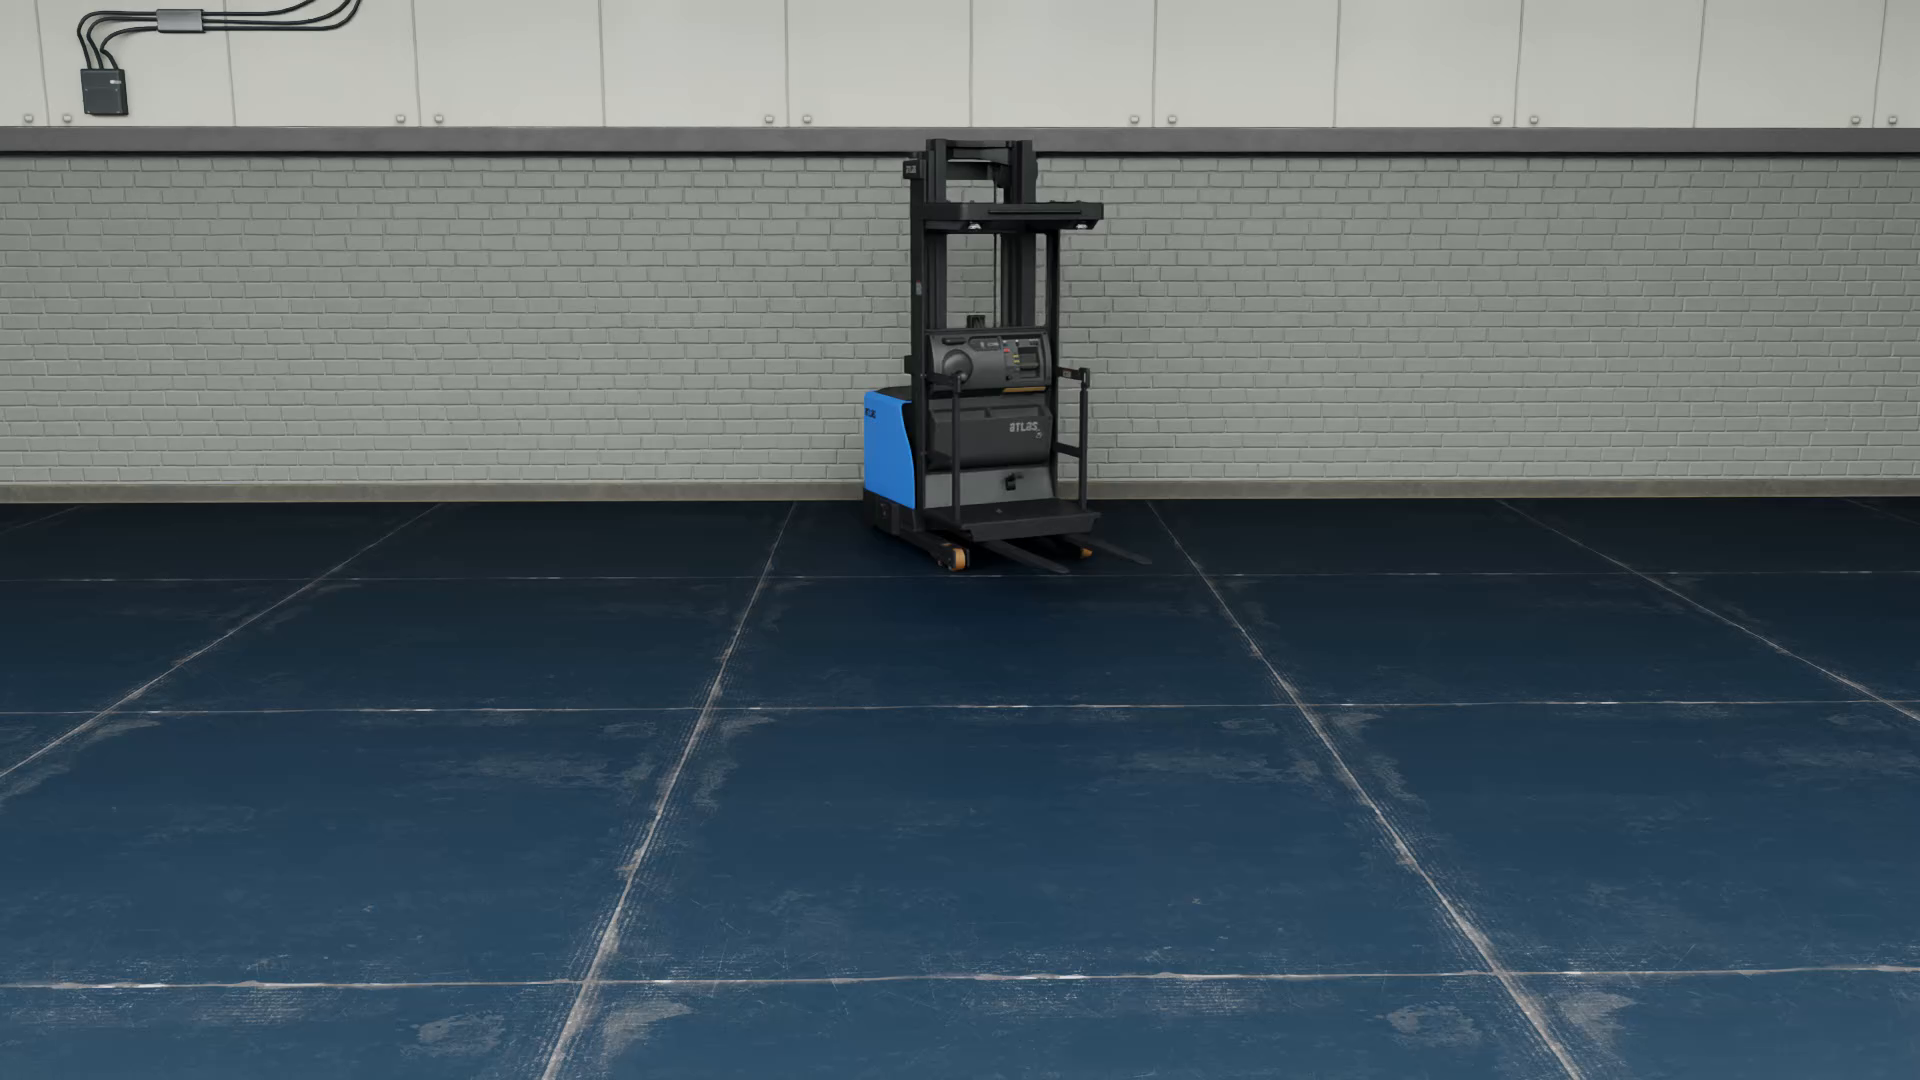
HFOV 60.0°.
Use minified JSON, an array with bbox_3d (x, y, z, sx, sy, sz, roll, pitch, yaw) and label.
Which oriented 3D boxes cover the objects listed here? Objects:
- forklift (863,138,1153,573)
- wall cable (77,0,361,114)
[{"bbox_3d":[0.312,-1.316,11.676,1.130,2.935,3.031,-5,13,-24],"label":"forklift"},{"bbox_3d":[-5.904,-6.388,12.861,2.305,6.003,0.169,0,11,-1],"label":"wall cable"}]
